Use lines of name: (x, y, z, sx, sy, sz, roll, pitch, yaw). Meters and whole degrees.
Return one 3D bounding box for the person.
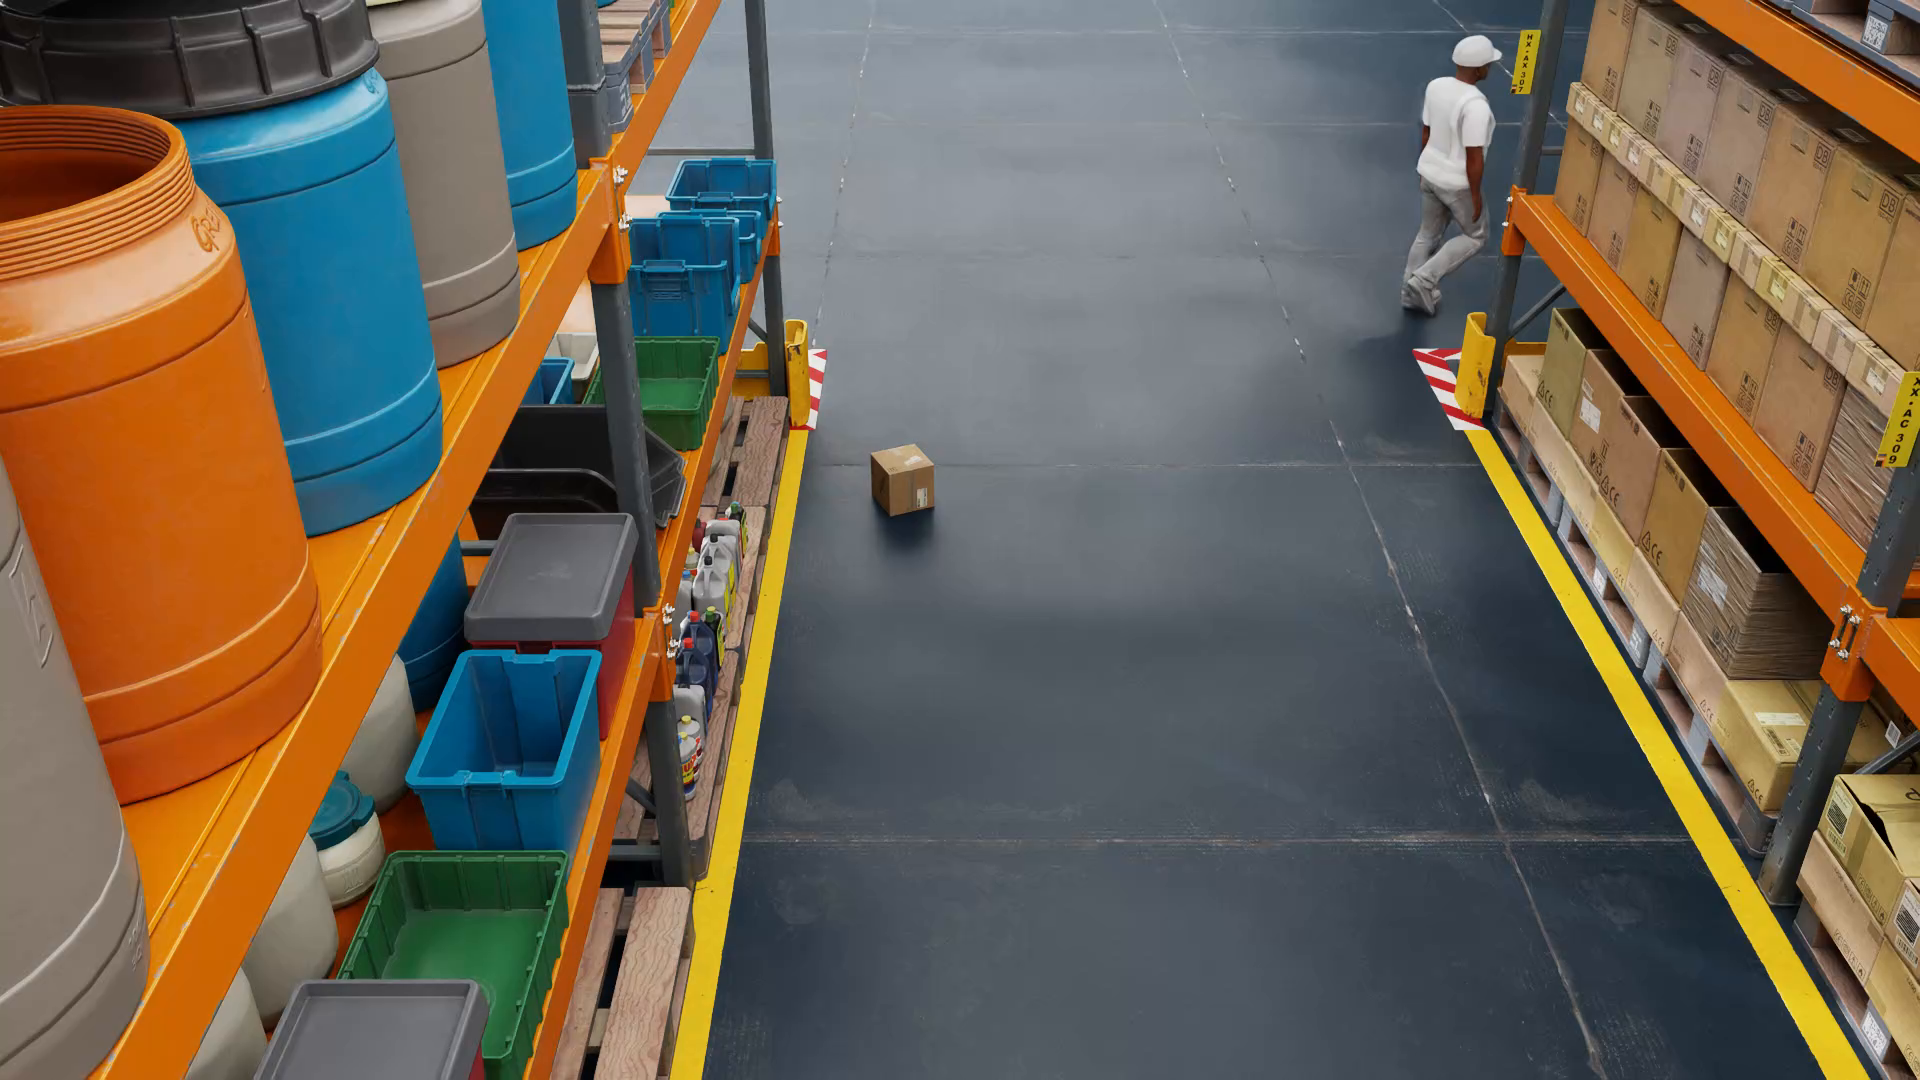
person: (3.022, -2.216, 10.209, 0.501, 1.756, 0.610, -11, 33, -18)
